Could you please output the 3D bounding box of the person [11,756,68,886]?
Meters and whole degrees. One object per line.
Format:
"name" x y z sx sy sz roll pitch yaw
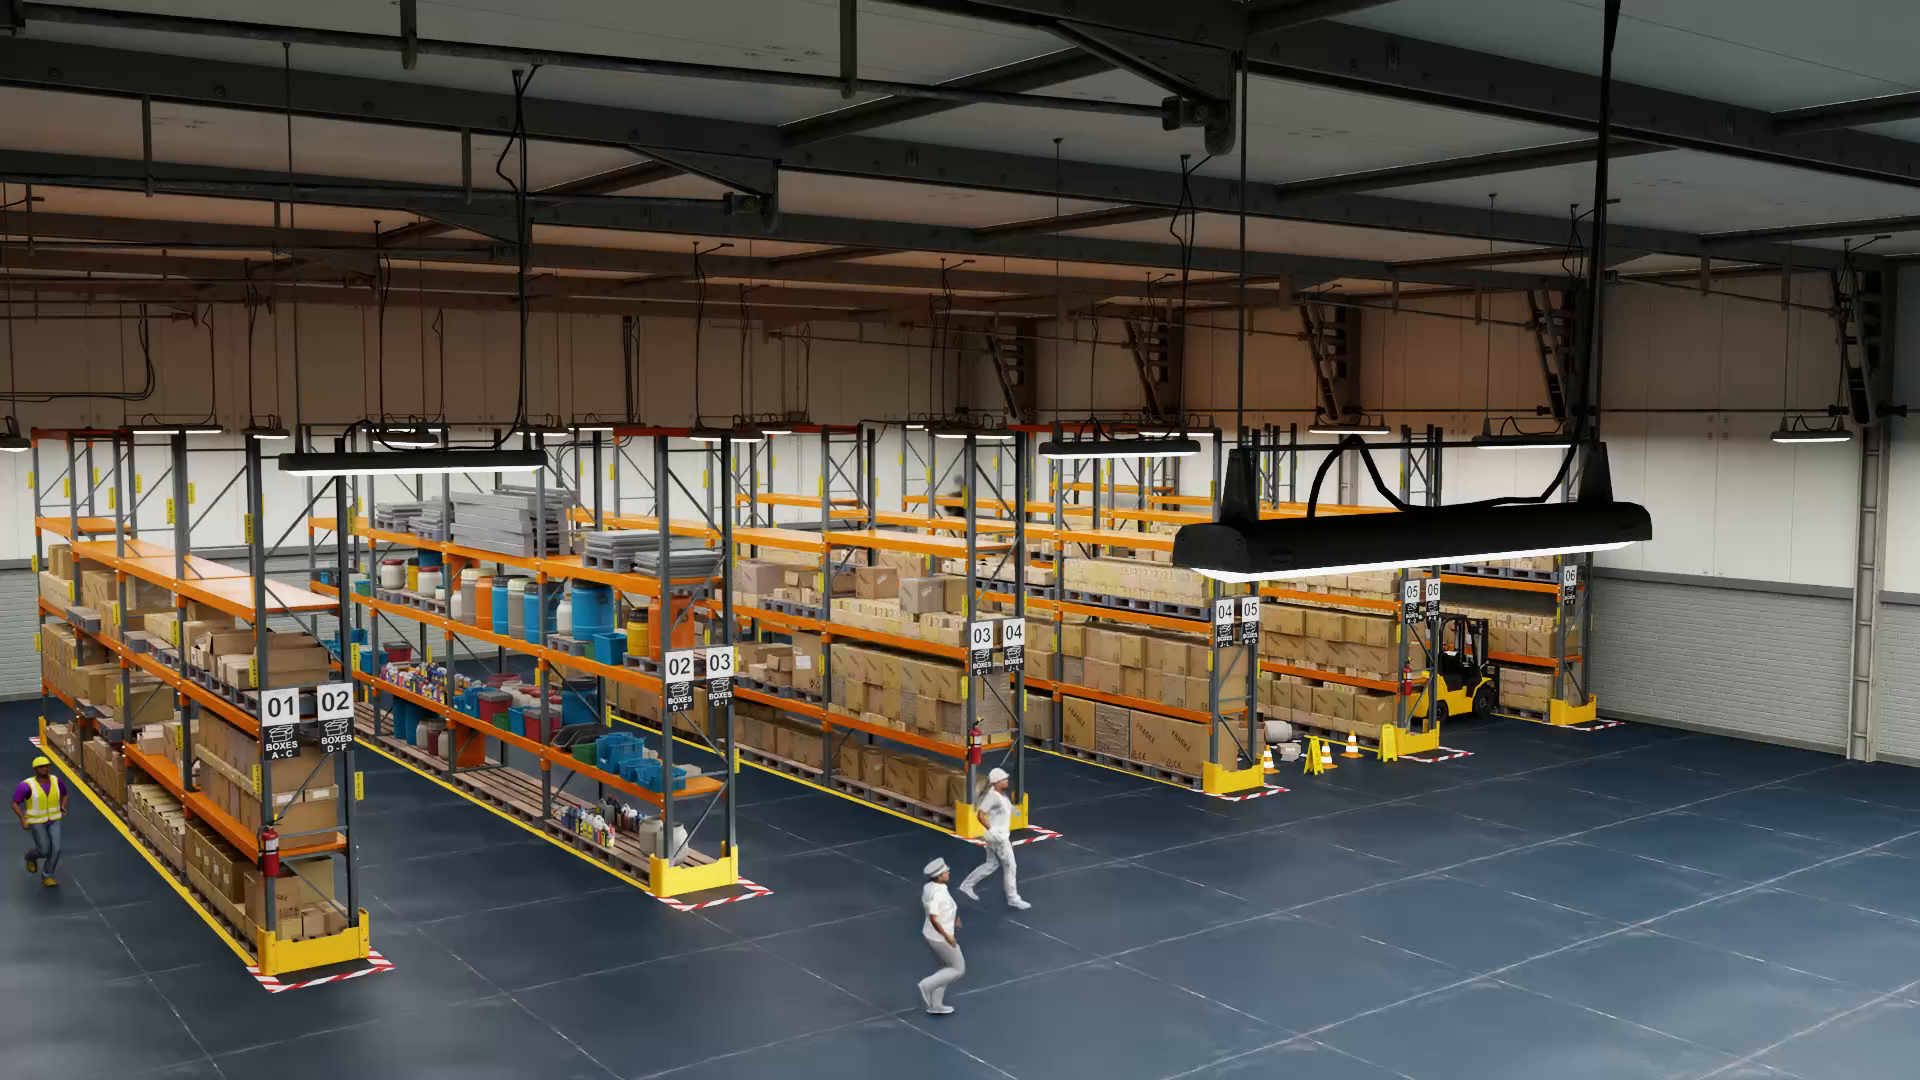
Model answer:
"person" -12.226 3.734 22.175 0.589 1.721 0.702 4 6 39

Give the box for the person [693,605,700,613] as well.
"person" -6.509 2.329 39.725 0.798 1.765 0.953 0 4 2

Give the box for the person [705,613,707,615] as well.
"person" -6.255 2.285 41.257 0.554 1.599 0.667 -2 5 -23

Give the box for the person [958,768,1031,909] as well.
"person" 0.441 3.778 21.113 0.926 1.796 0.657 0 4 -3

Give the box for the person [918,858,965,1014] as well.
"person" -0.205 4.143 17.394 0.559 1.657 0.575 -2 5 -19
